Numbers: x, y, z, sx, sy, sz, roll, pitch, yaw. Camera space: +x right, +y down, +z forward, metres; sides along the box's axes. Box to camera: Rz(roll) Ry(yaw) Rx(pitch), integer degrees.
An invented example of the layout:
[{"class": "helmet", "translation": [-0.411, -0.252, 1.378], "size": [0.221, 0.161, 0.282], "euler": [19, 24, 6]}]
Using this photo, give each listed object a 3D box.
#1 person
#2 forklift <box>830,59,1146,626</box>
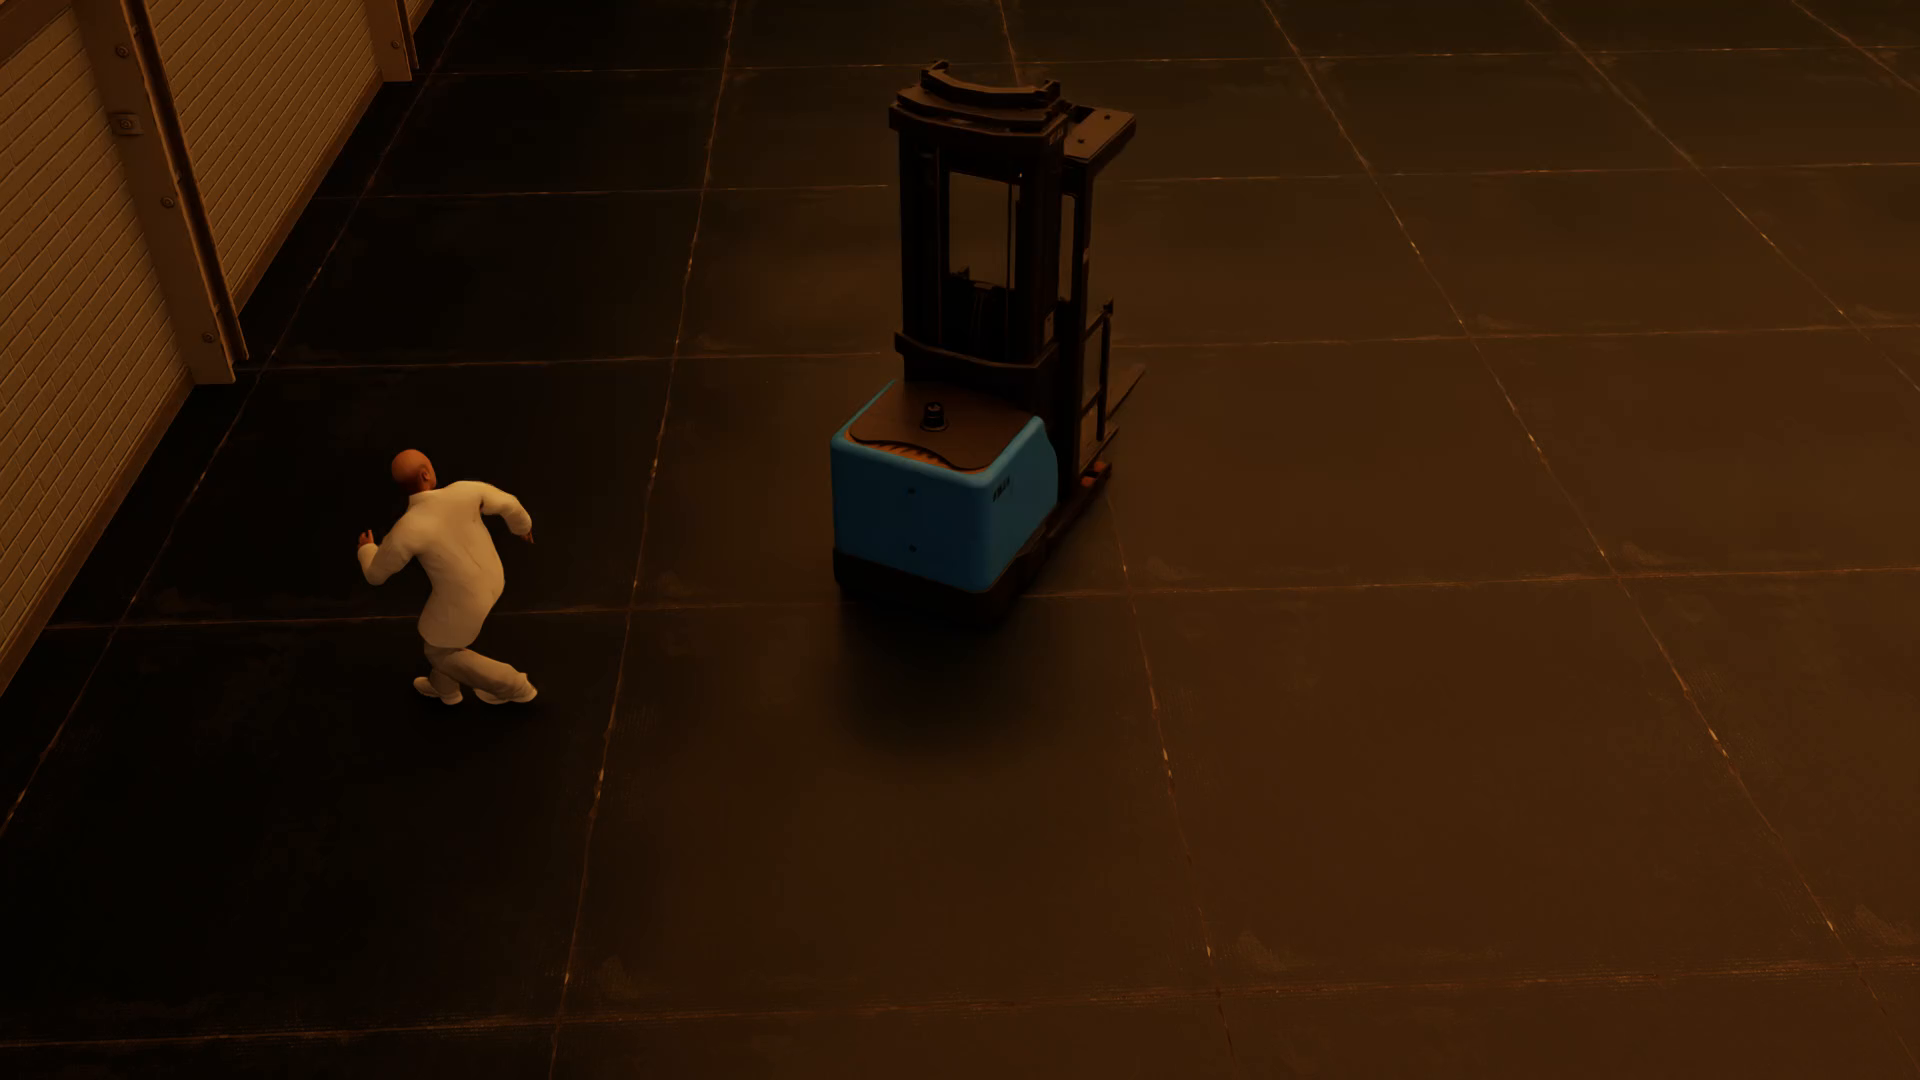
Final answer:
[{"class": "person", "translation": [-2.718, 0.166, 8.897], "size": [0.907, 1.650, 0.912], "euler": [17, 39, 21]}, {"class": "forklift", "translation": [0.351, -1.541, 10.126], "size": [1.130, 2.935, 3.031], "euler": [16, 39, 21]}]
